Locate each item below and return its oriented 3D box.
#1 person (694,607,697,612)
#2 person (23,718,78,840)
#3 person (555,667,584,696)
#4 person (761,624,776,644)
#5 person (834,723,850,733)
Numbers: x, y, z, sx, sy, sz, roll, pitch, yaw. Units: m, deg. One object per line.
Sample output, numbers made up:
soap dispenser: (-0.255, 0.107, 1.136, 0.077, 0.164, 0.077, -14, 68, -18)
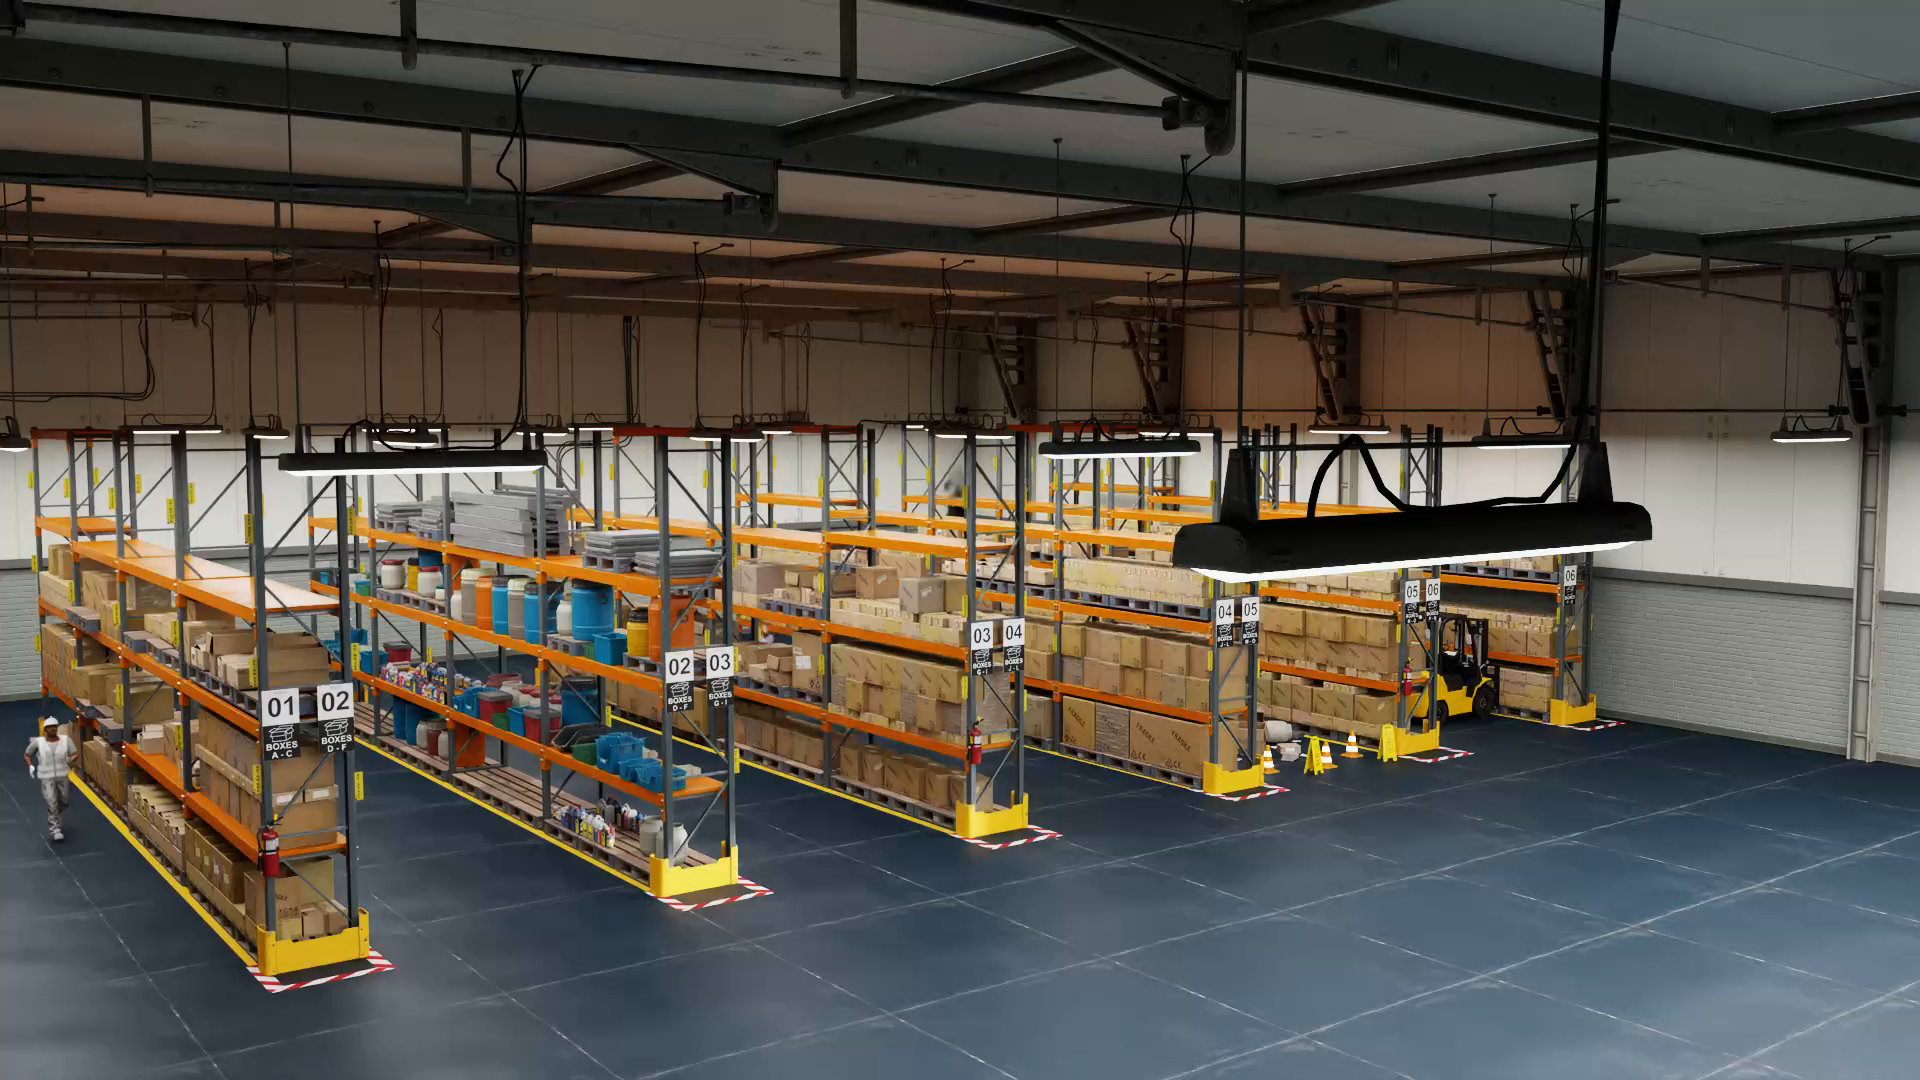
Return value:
person: (-6.672, 2.390, 40.475, 0.658, 1.522, 0.488, 3, 5, 34)
person: (-13.422, 3.510, 24.623, 0.696, 1.763, 0.916, -4, 6, -40)
person: (-7.021, 3.086, 30.556, 0.591, 1.680, 0.644, 4, 6, 41)
person: (-4.308, 2.671, 36.641, 0.612, 1.627, 0.727, -3, 5, -31)
person: (-2.266, 3.041, 31.646, 0.602, 1.685, 0.944, -3, 5, -30)
